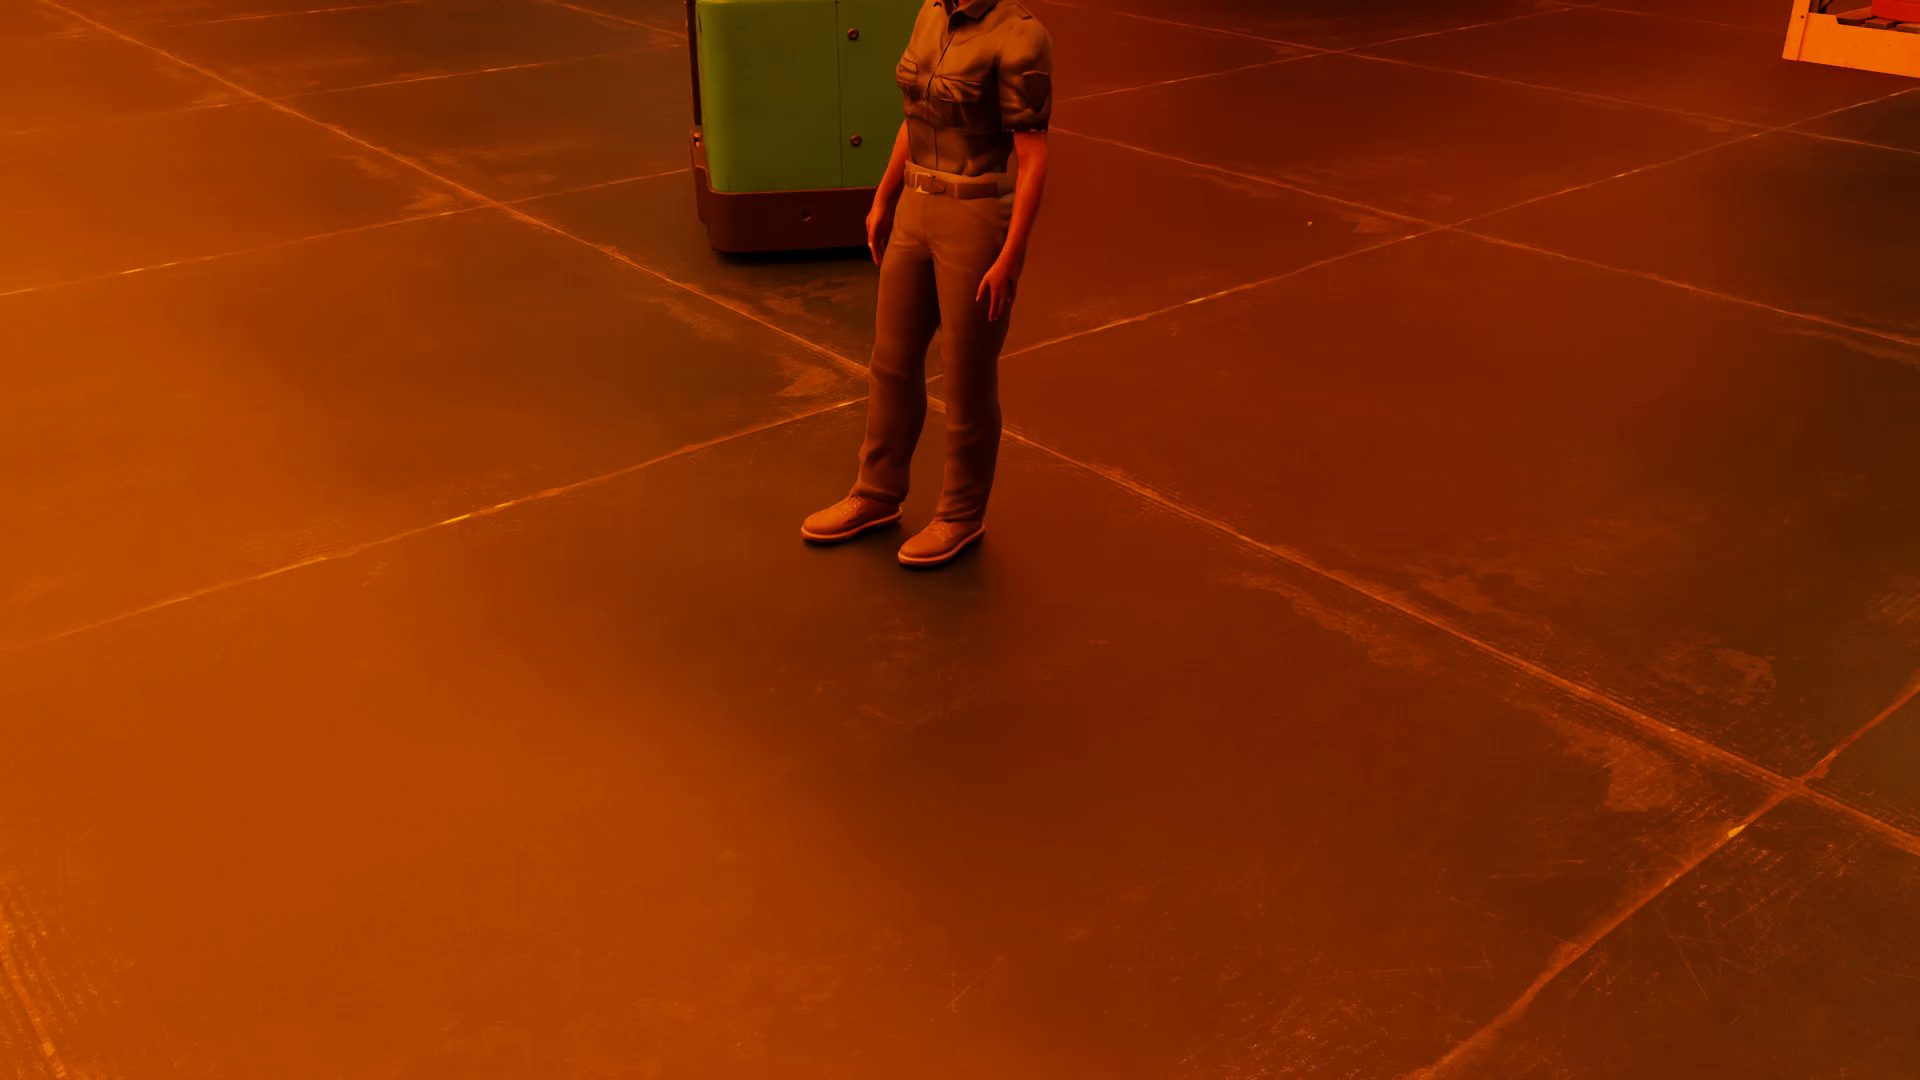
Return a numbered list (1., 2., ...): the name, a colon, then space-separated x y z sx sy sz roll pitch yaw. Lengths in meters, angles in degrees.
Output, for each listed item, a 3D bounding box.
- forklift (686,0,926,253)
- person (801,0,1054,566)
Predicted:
1. forklift: -0.732 -3.094 7.441 1.130 2.935 3.031 -5 27 -9
2. person: -0.080 -0.730 4.093 0.503 1.656 0.569 -20 33 -35
